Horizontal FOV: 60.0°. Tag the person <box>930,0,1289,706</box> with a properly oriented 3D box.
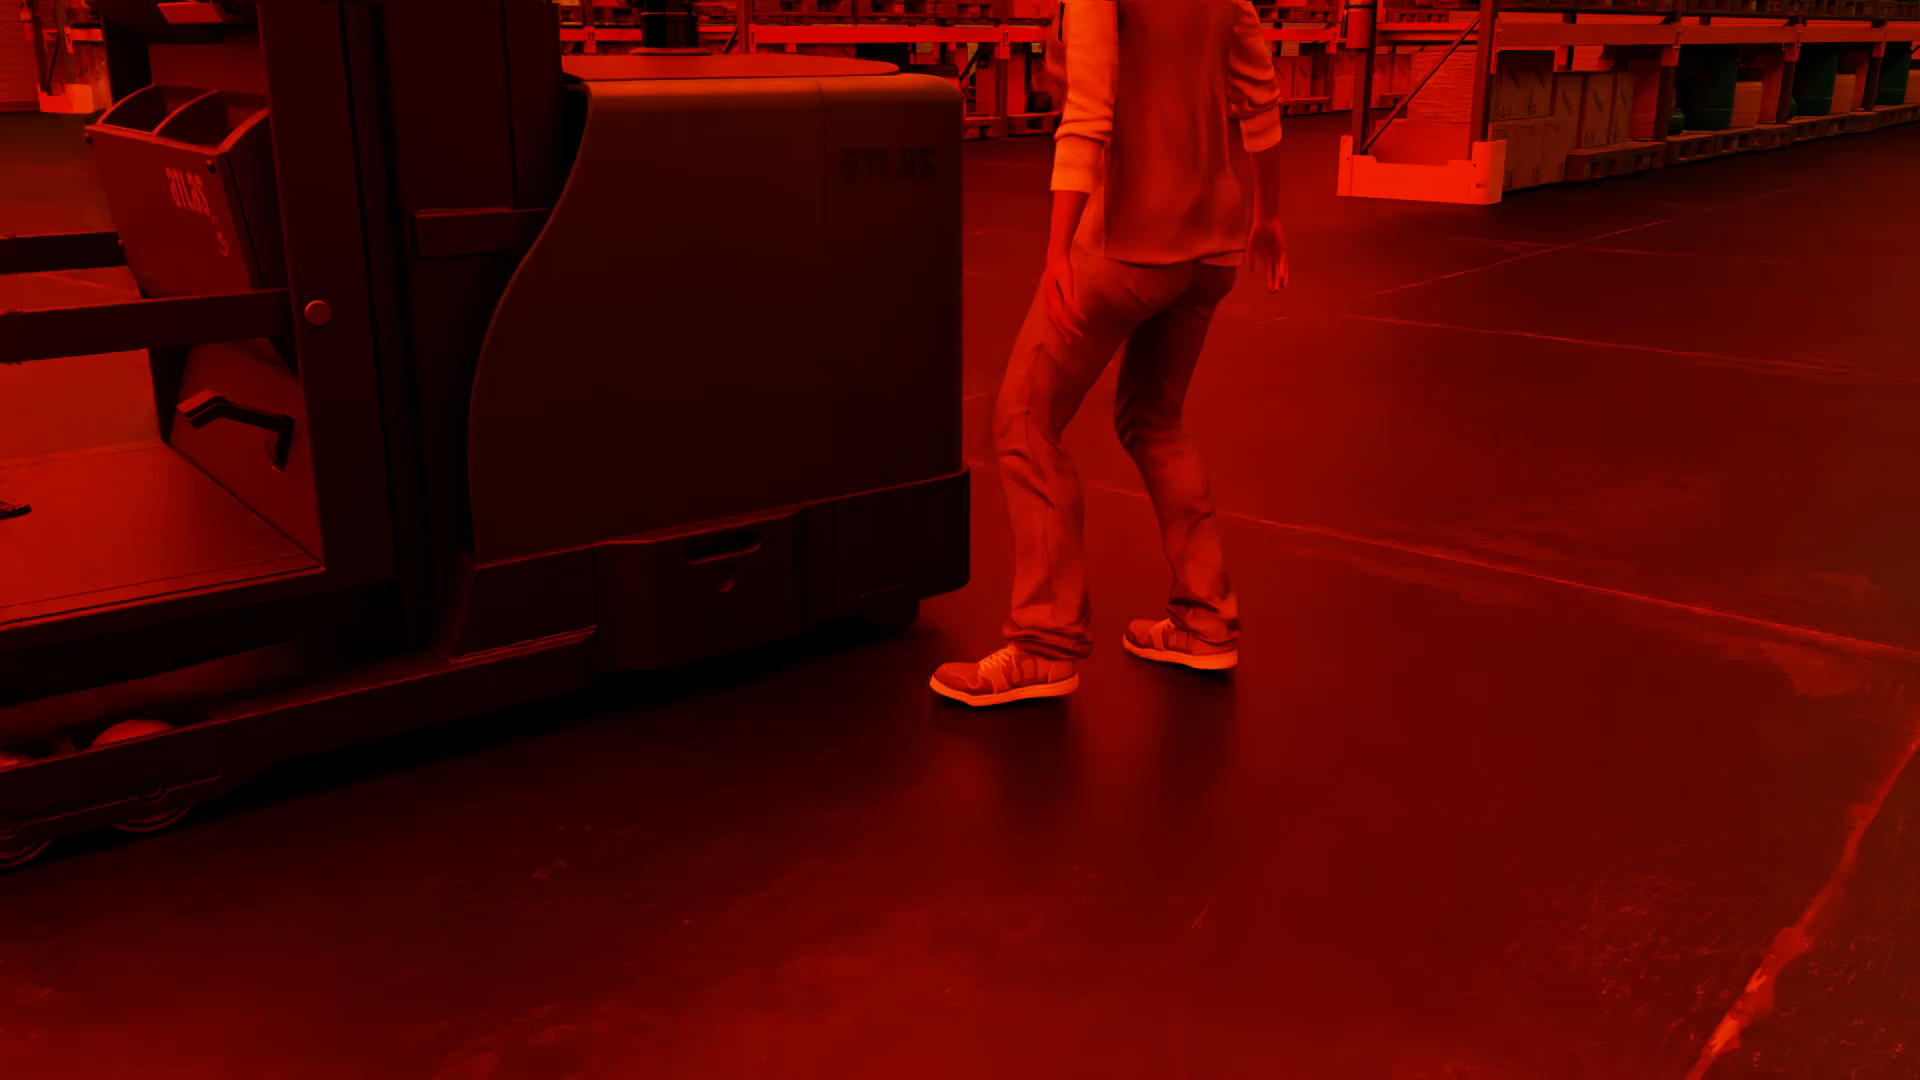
[{"bbox_3d":[0.299,-0.495,2.913,0.388,1.565,0.732,16,23,42],"label":"person"}]

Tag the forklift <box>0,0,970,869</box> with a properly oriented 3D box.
[{"bbox_3d":[-1.462,-1.104,2.532,3.031,2.935,1.130,-12,21,-35],"label":"forklift"}]
